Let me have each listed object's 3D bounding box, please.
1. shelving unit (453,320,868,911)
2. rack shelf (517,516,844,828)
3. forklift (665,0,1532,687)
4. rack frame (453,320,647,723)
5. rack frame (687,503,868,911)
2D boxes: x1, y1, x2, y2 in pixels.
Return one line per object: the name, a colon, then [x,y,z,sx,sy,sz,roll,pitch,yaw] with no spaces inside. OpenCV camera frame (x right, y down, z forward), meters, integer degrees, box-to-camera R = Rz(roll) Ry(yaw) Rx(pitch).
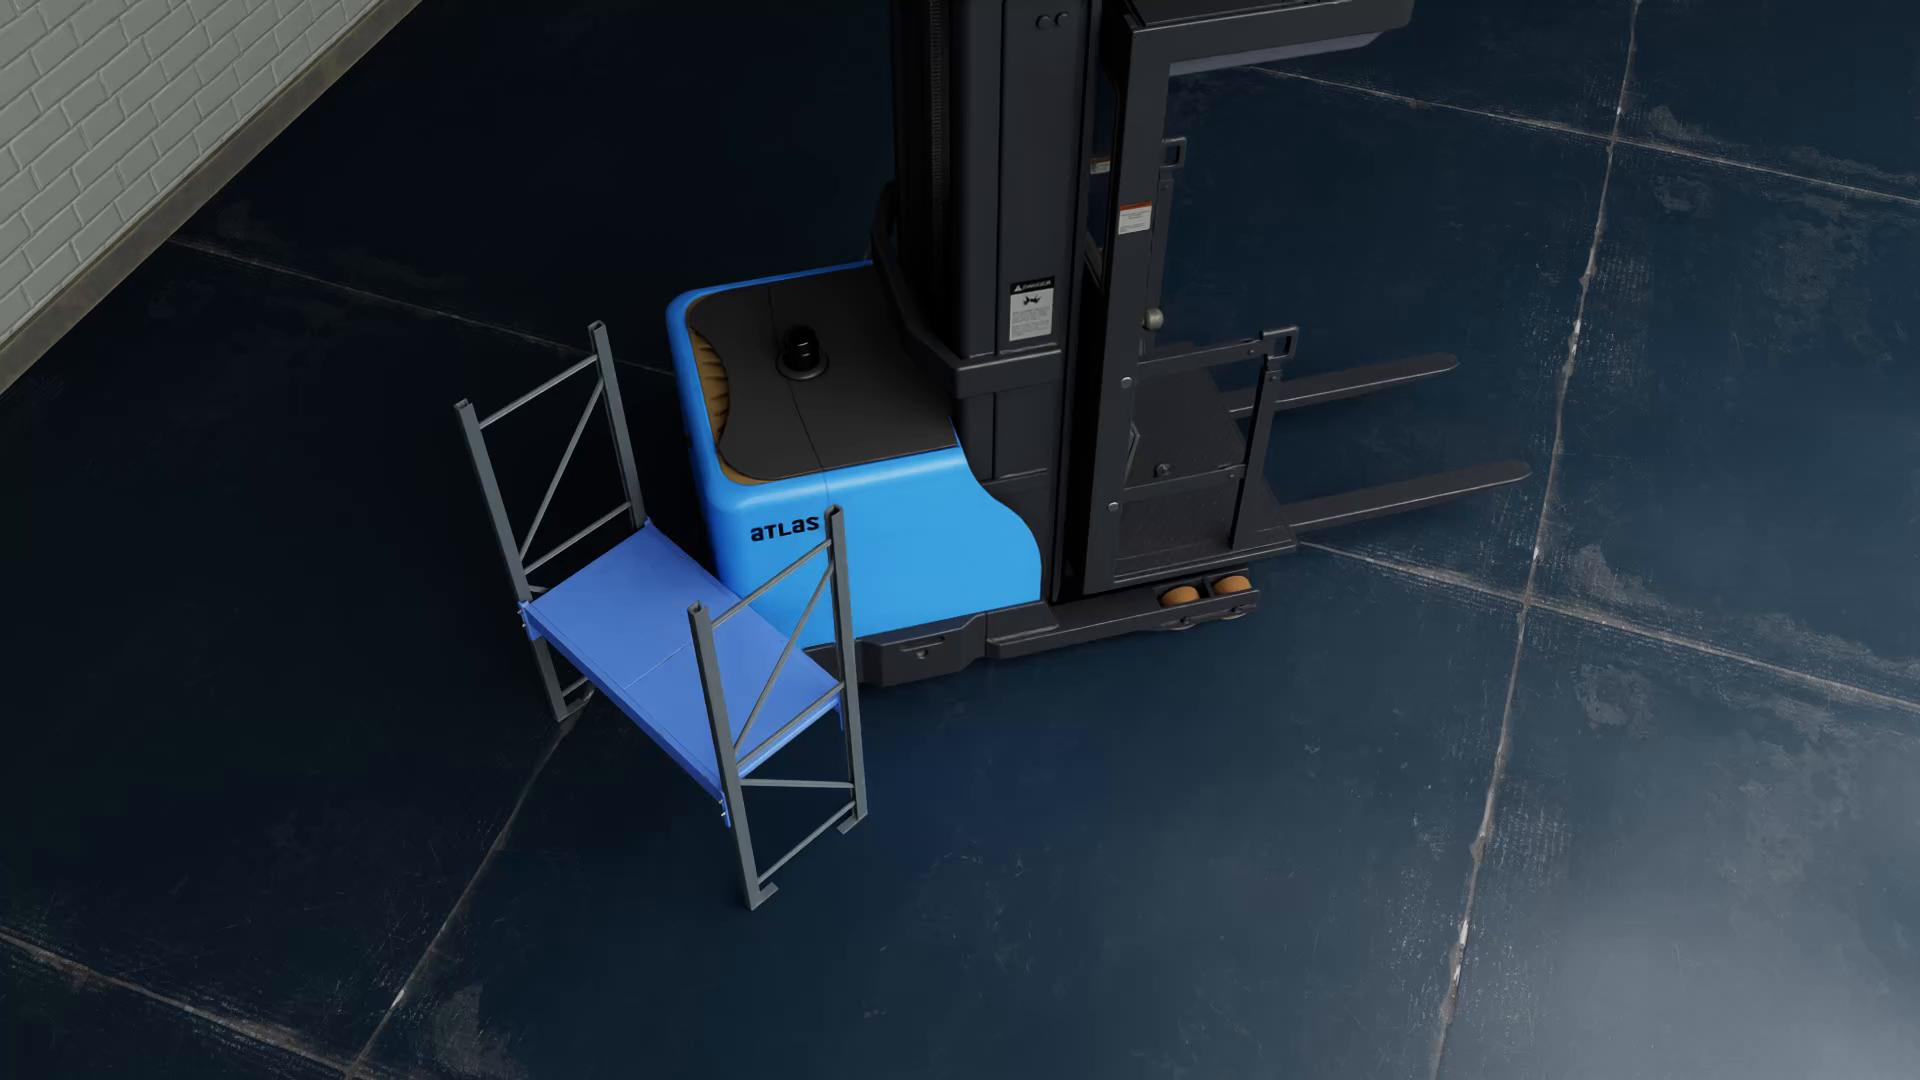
shelving unit: [-0.851,0.265,5.028,1.048,1.500,0.538,37,58,27]
rack shelf: [-0.851,0.383,5.164,1.000,0.185,0.538,37,58,27]
forklift: [0.579,-1.014,5.189,3.031,2.935,1.130,-11,50,-10]
rack frame: [-1.212,-0.006,5.262,0.032,1.500,0.500,37,58,27]
rack frame: [-0.491,0.536,4.793,0.032,1.500,0.500,37,58,27]
